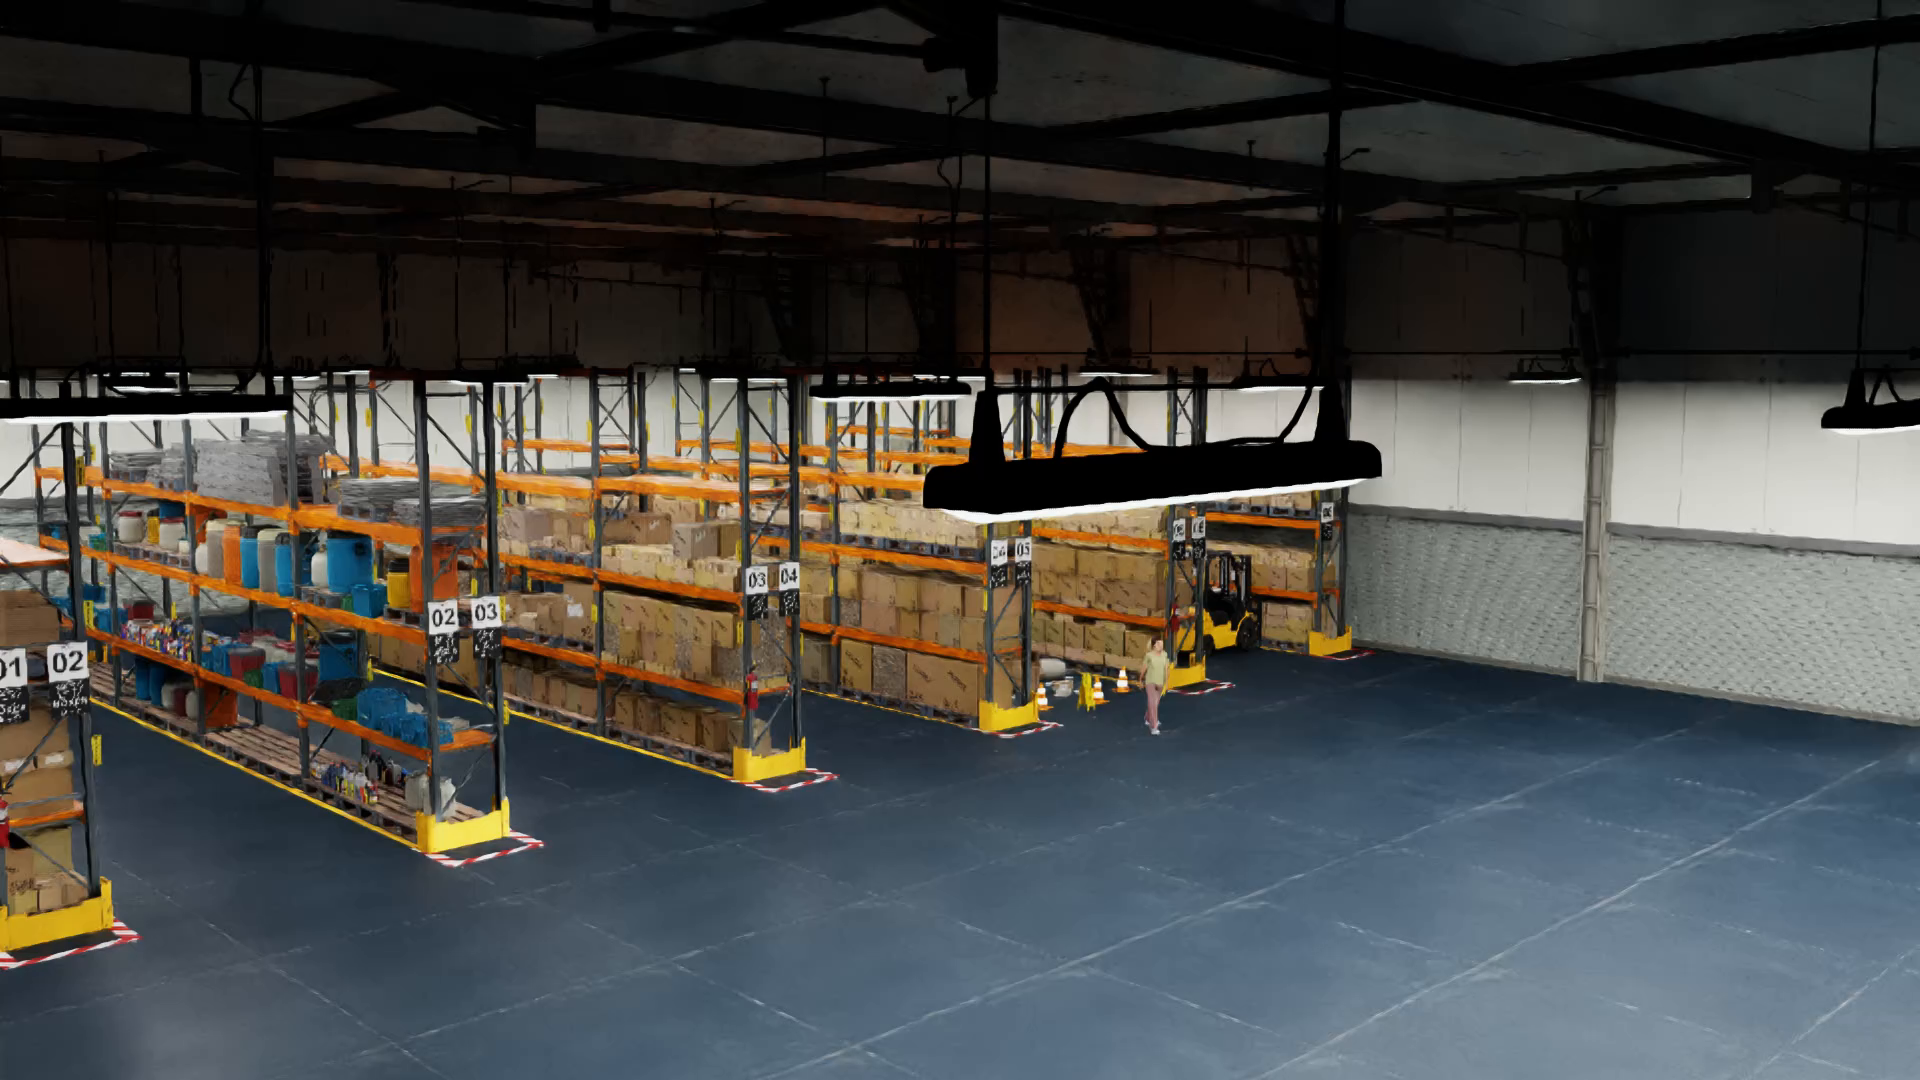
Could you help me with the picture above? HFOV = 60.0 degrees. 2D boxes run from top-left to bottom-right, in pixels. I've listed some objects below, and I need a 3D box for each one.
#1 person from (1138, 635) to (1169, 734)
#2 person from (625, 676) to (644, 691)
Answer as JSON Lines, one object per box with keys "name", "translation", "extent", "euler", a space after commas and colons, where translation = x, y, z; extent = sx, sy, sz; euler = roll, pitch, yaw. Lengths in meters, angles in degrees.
{"name": "person", "translation": [3.280, 2.391, 27.800], "extent": [0.484, 1.621, 0.946], "euler": [-2, 7, -20]}
{"name": "person", "translation": [-5.889, 2.079, 30.204], "extent": [0.536, 1.715, 0.682], "euler": [6, 9, 43]}
